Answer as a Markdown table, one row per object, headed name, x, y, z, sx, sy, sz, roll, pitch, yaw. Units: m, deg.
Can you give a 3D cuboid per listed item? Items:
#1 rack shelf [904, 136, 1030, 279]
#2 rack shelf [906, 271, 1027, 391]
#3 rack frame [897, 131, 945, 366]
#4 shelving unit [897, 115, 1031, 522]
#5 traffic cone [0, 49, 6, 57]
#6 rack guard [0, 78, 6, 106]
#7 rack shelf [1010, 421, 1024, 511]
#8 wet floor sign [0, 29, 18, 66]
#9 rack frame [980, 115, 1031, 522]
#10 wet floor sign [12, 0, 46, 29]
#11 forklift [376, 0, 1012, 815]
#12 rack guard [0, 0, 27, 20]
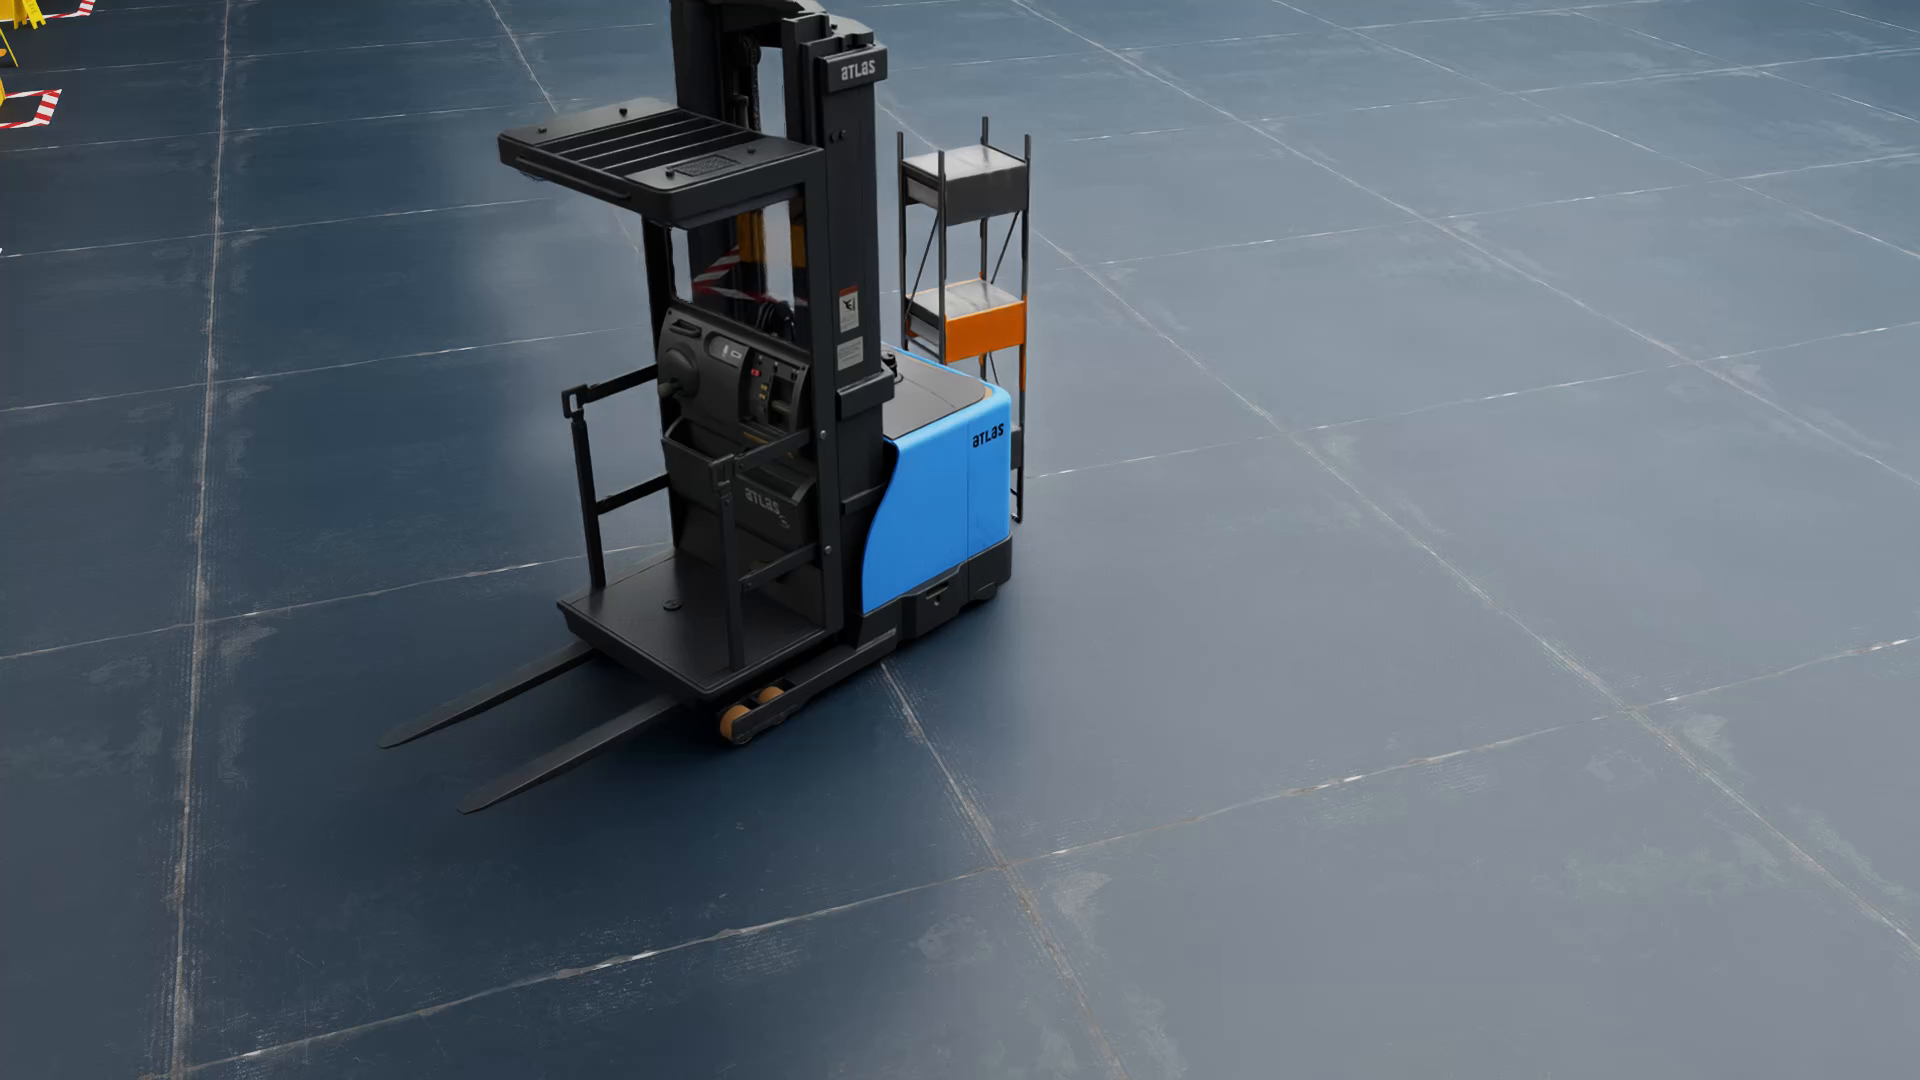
| name | x | y | z | sx | sy | sz | roll | pitch | yaw |
| --- | --- | --- | --- | --- | --- | --- | --- | --- | --- |
| rack shelf | 0.018 | -1.621 | 8.087 | 0.480 | 0.518 | 0.431 | -18 | 34 | -28 |
| rack shelf | 0.018 | -1.013 | 8.434 | 0.480 | 0.518 | 0.431 | -18 | 34 | -28 |
| rack frame | -0.186 | -0.958 | 8.311 | 0.015 | 2.100 | 0.400 | -18 | 34 | -28 |
| shelving unit | 0.018 | -1.024 | 8.427 | 0.503 | 2.100 | 0.431 | -18 | 34 | -28 |
| traffic cone | -10.485 | -5.439 | 17.830 | 0.334 | 0.463 | 0.336 | -10 | 31 | -18 |
| rack guard | -9.394 | -4.310 | 15.809 | 0.348 | 0.500 | 1.175 | -10 | 31 | -18 |
| rack shelf | 0.018 | -0.404 | 8.780 | 0.480 | 0.518 | 0.431 | -18 | 34 | -28 |
| wet floor sign | -10.080 | -5.292 | 17.387 | 0.232 | 0.644 | 0.267 | -16 | 33 | -26 |
| rack frame | 0.223 | -1.090 | 8.543 | 0.015 | 2.100 | 0.400 | -18 | 34 | -28 |
| wet floor sign | -10.686 | -6.184 | 18.953 | 0.232 | 0.644 | 0.267 | 0 | 30 | 0 |
| forklift | -1.121 | -0.676 | 6.976 | 1.130 | 2.935 | 3.031 | 25 | 38 | 37 |
| rack guard | -11.309 | -6.571 | 19.779 | 0.348 | 0.500 | 1.175 | -10 | 31 | -18 |
